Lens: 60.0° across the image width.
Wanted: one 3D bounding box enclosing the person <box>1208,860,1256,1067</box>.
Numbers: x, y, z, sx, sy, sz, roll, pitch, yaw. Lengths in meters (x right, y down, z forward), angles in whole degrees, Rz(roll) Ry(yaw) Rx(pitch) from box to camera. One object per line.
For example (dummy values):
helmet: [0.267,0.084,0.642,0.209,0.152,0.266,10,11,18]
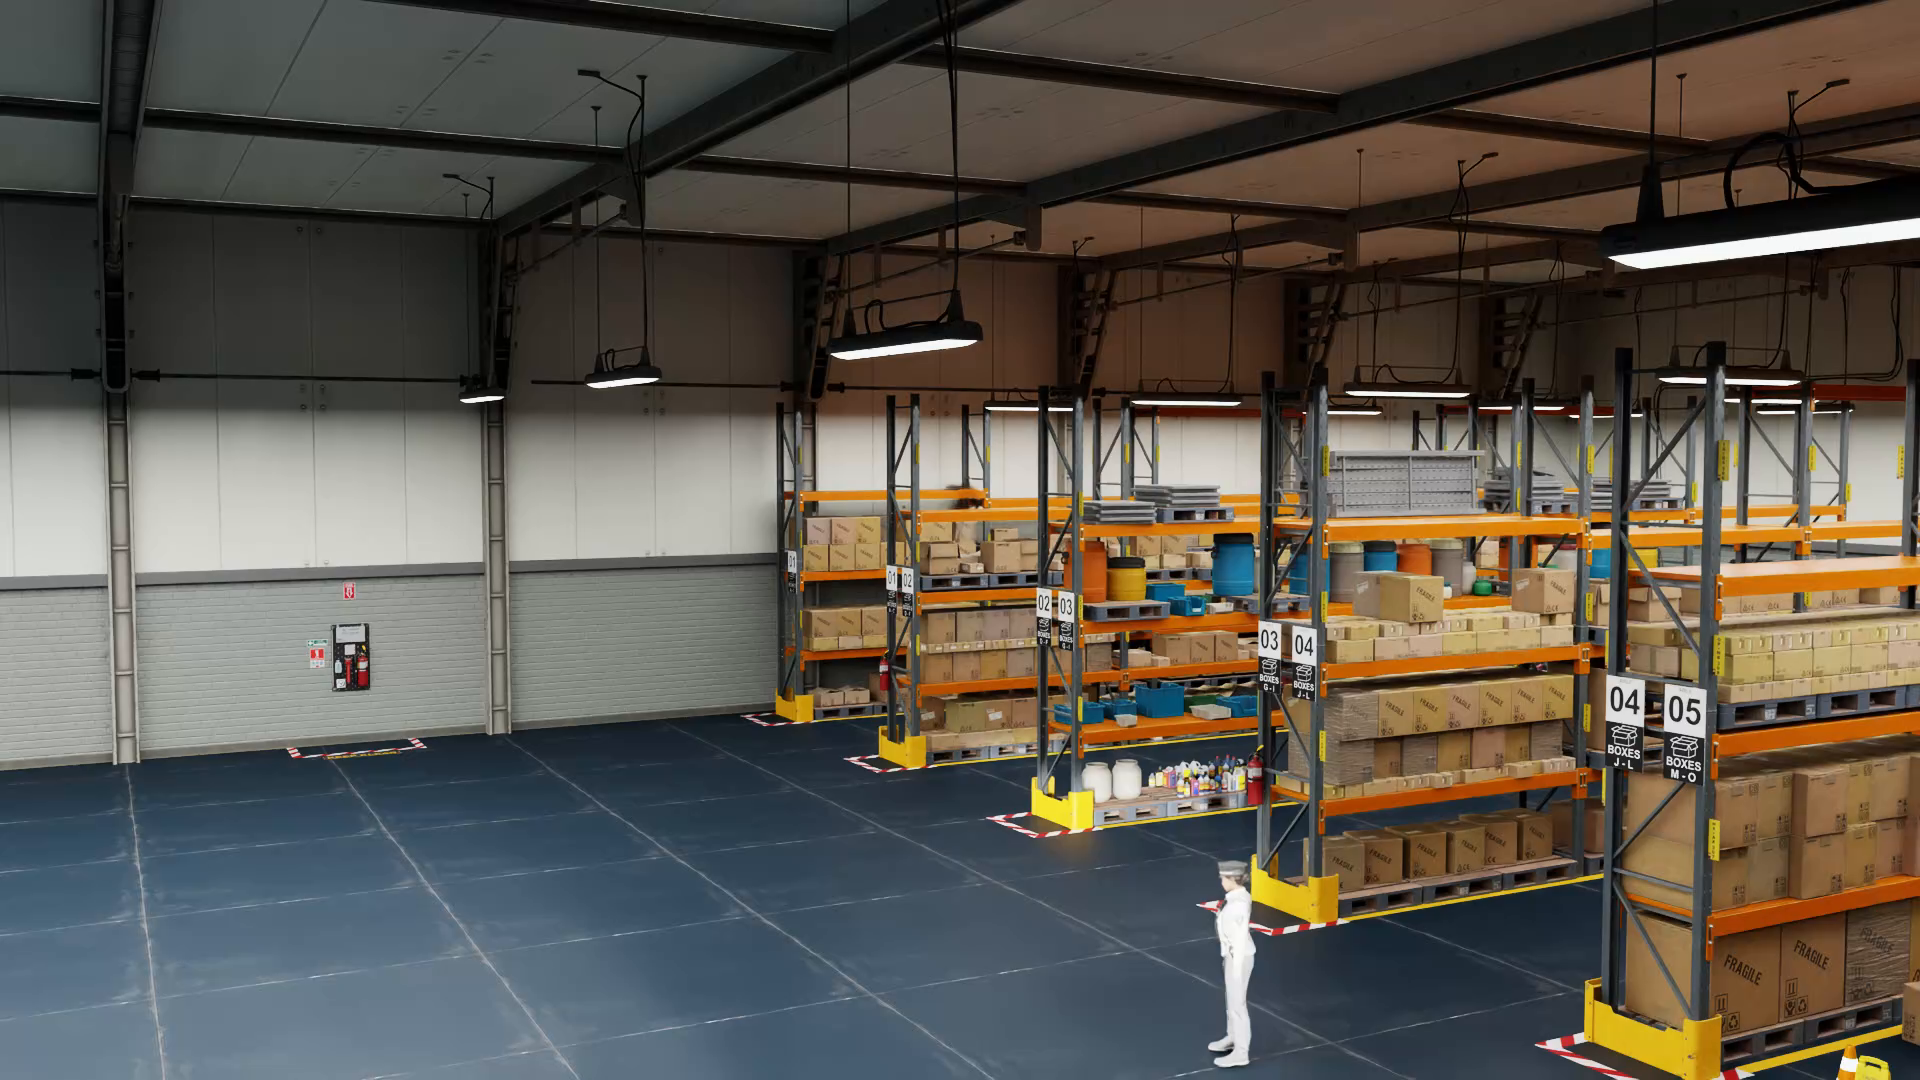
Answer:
person: [2.295,3.533,14.017,0.383,1.669,0.534,0,3,8]
